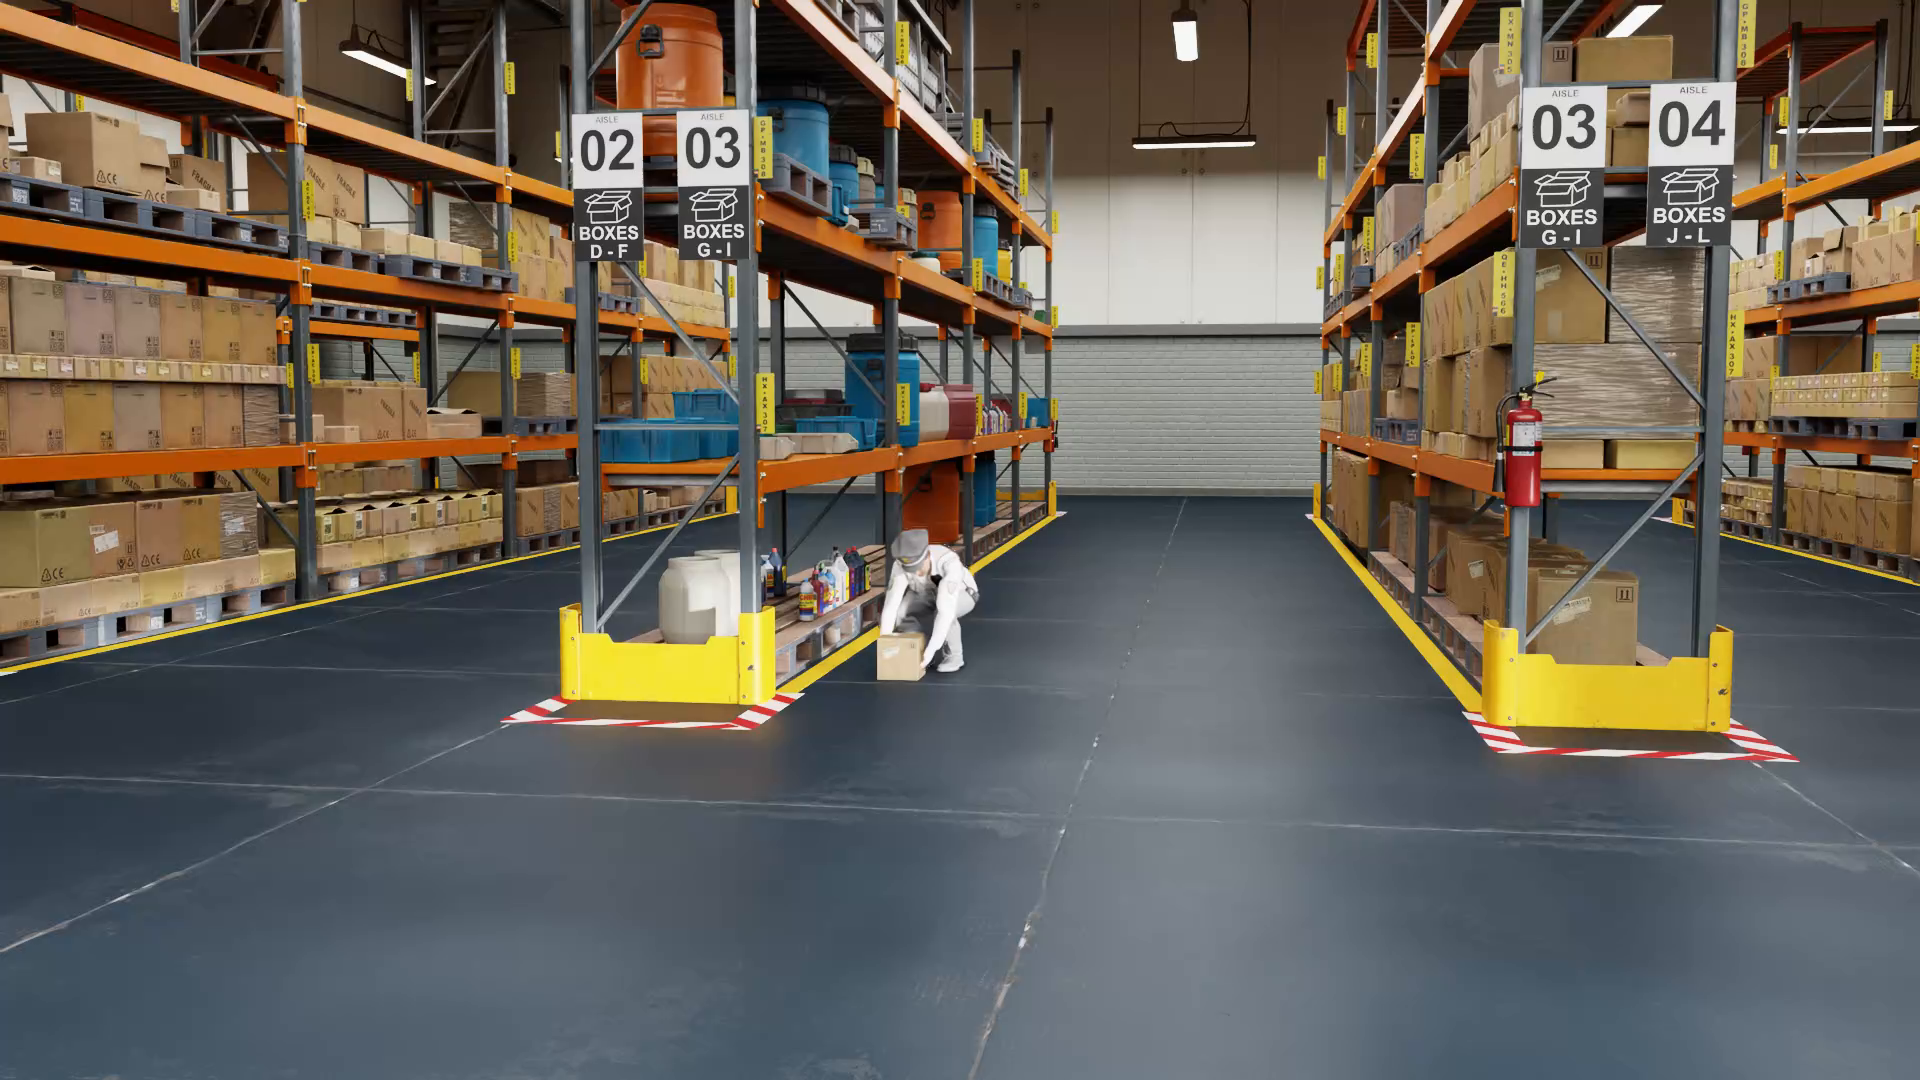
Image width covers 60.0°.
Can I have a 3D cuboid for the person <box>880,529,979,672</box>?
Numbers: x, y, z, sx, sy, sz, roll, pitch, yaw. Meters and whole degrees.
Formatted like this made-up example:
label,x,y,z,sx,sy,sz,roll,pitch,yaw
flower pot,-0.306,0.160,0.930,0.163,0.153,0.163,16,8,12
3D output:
label,x,y,z,sx,sy,sz,roll,pitch,yaw
person,-0.180,0.362,10.210,0.473,0.900,0.854,2,5,27
